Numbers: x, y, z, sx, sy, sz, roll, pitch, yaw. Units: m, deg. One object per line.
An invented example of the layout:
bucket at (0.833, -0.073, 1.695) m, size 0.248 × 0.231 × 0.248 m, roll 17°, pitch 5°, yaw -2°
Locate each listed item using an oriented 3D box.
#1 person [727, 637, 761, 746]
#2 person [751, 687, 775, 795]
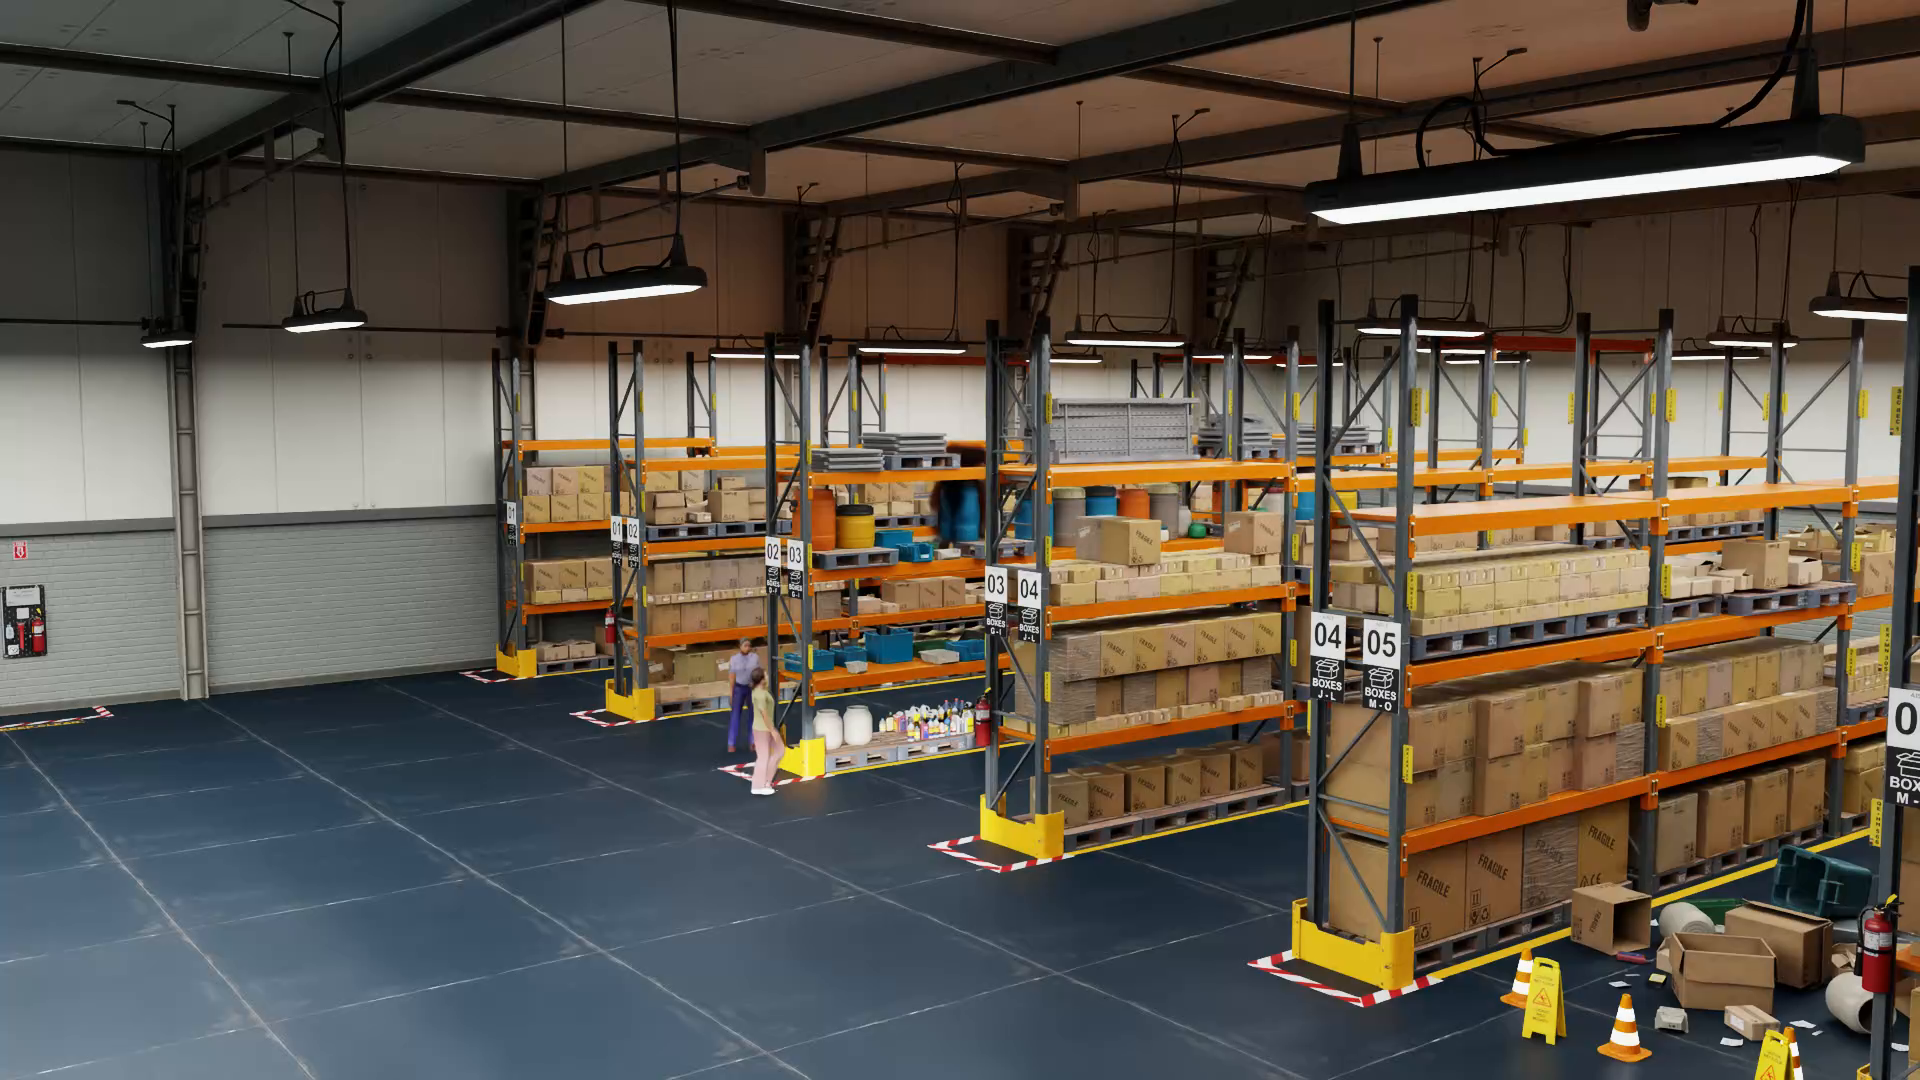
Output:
person at (-3.129, 2.190, 24.139) m, size 0.559 × 1.584 × 0.337 m, roll -2°, pitch 6°, yaw -26°
person at (-2.527, 2.588, 21.338) m, size 0.338 × 1.431 × 0.444 m, roll 1°, pitch 5°, yaw 8°
